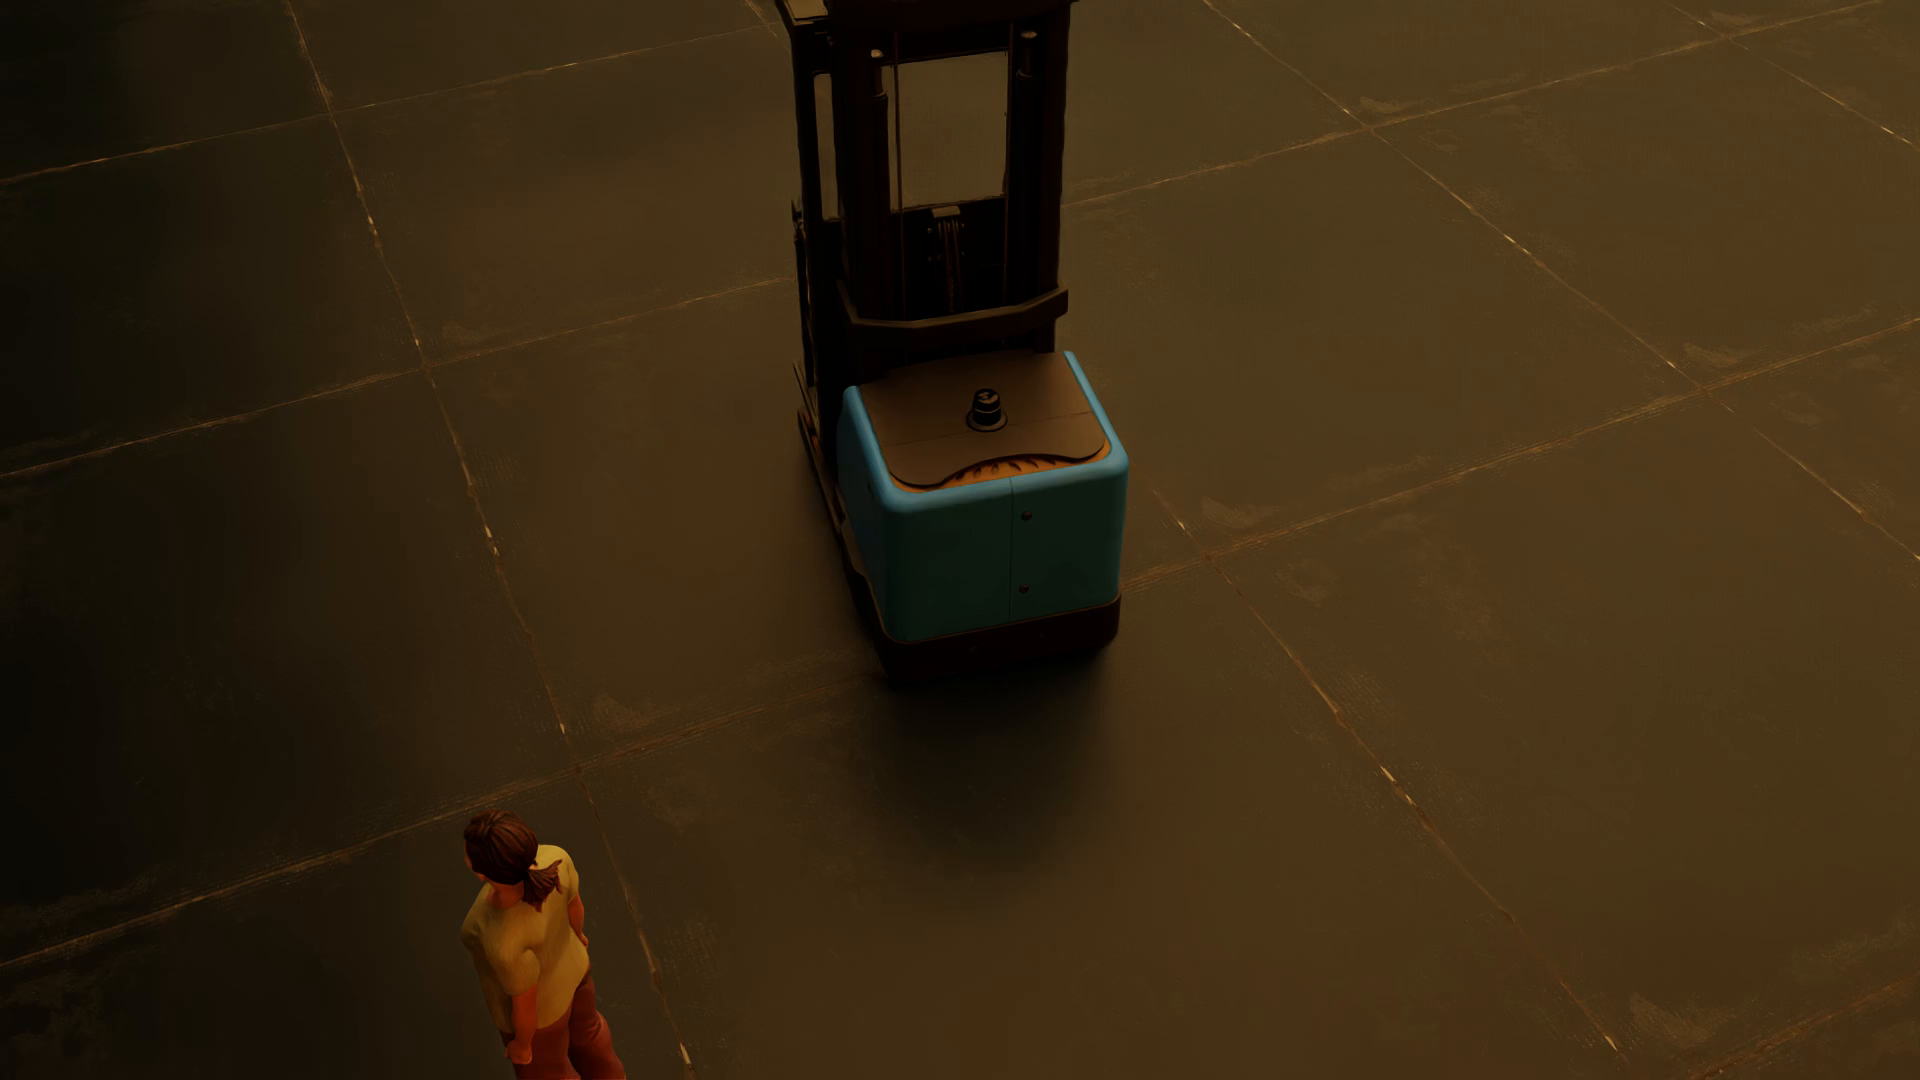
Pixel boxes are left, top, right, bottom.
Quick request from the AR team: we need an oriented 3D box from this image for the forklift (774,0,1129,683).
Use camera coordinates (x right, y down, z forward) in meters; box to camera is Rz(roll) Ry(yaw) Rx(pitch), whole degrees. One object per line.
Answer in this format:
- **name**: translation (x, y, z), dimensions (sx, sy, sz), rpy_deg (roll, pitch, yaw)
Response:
- **forklift**: translation (-0.184, -1.486, 7.273), dimensions (1.130, 2.935, 3.031), rpy_deg (-10, 44, -11)

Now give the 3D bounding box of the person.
- **person**: translation (-1.299, 1.380, 5.124), dimensions (0.377, 1.674, 0.459), rpy_deg (10, 44, 10)
